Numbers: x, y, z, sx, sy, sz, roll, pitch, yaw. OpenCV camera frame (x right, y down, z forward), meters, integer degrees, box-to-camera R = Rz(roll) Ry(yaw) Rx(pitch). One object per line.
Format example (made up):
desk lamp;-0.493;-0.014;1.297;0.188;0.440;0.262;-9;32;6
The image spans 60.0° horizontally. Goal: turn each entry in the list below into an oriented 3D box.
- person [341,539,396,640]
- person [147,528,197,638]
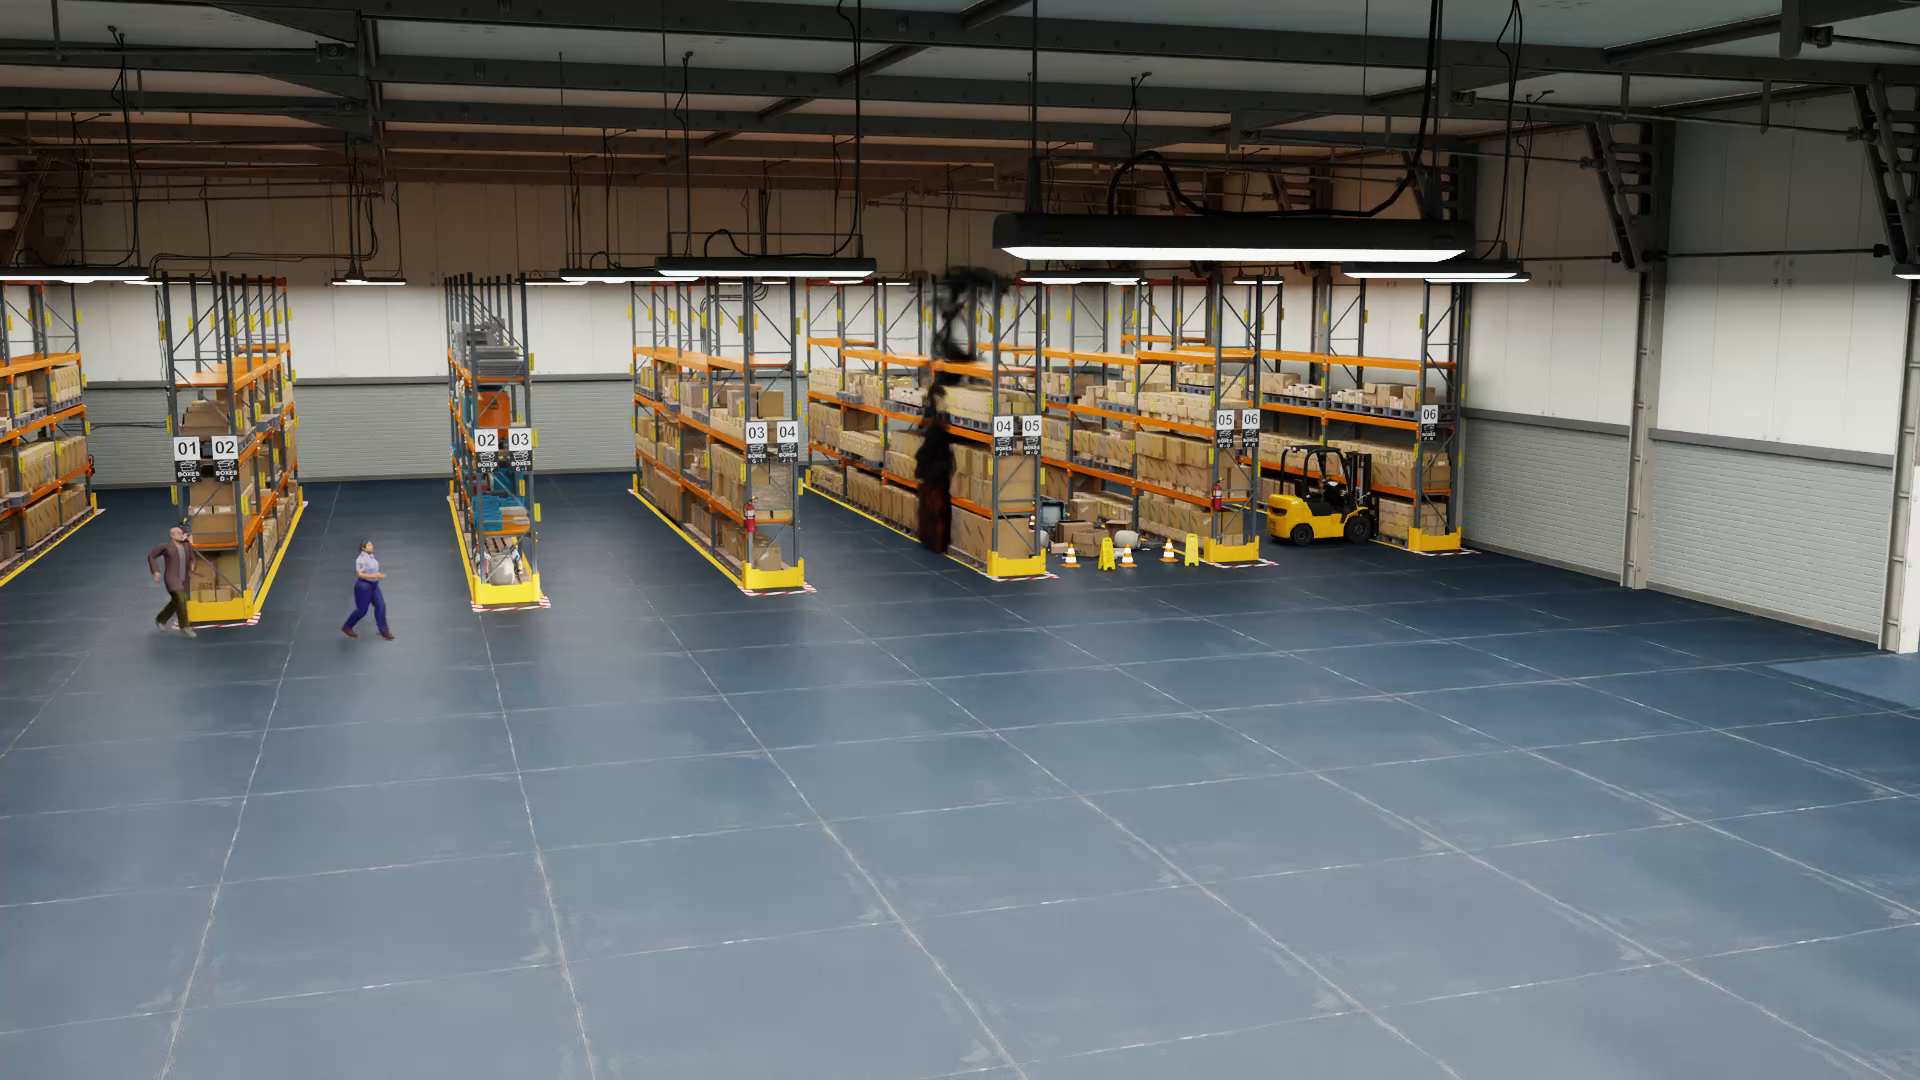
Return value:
person;-9.716;0.830;27.185;0.845;1.703;0.622;1;9;5
person;-12.978;0.688;27.654;0.985;1.758;0.715;4;9;24
